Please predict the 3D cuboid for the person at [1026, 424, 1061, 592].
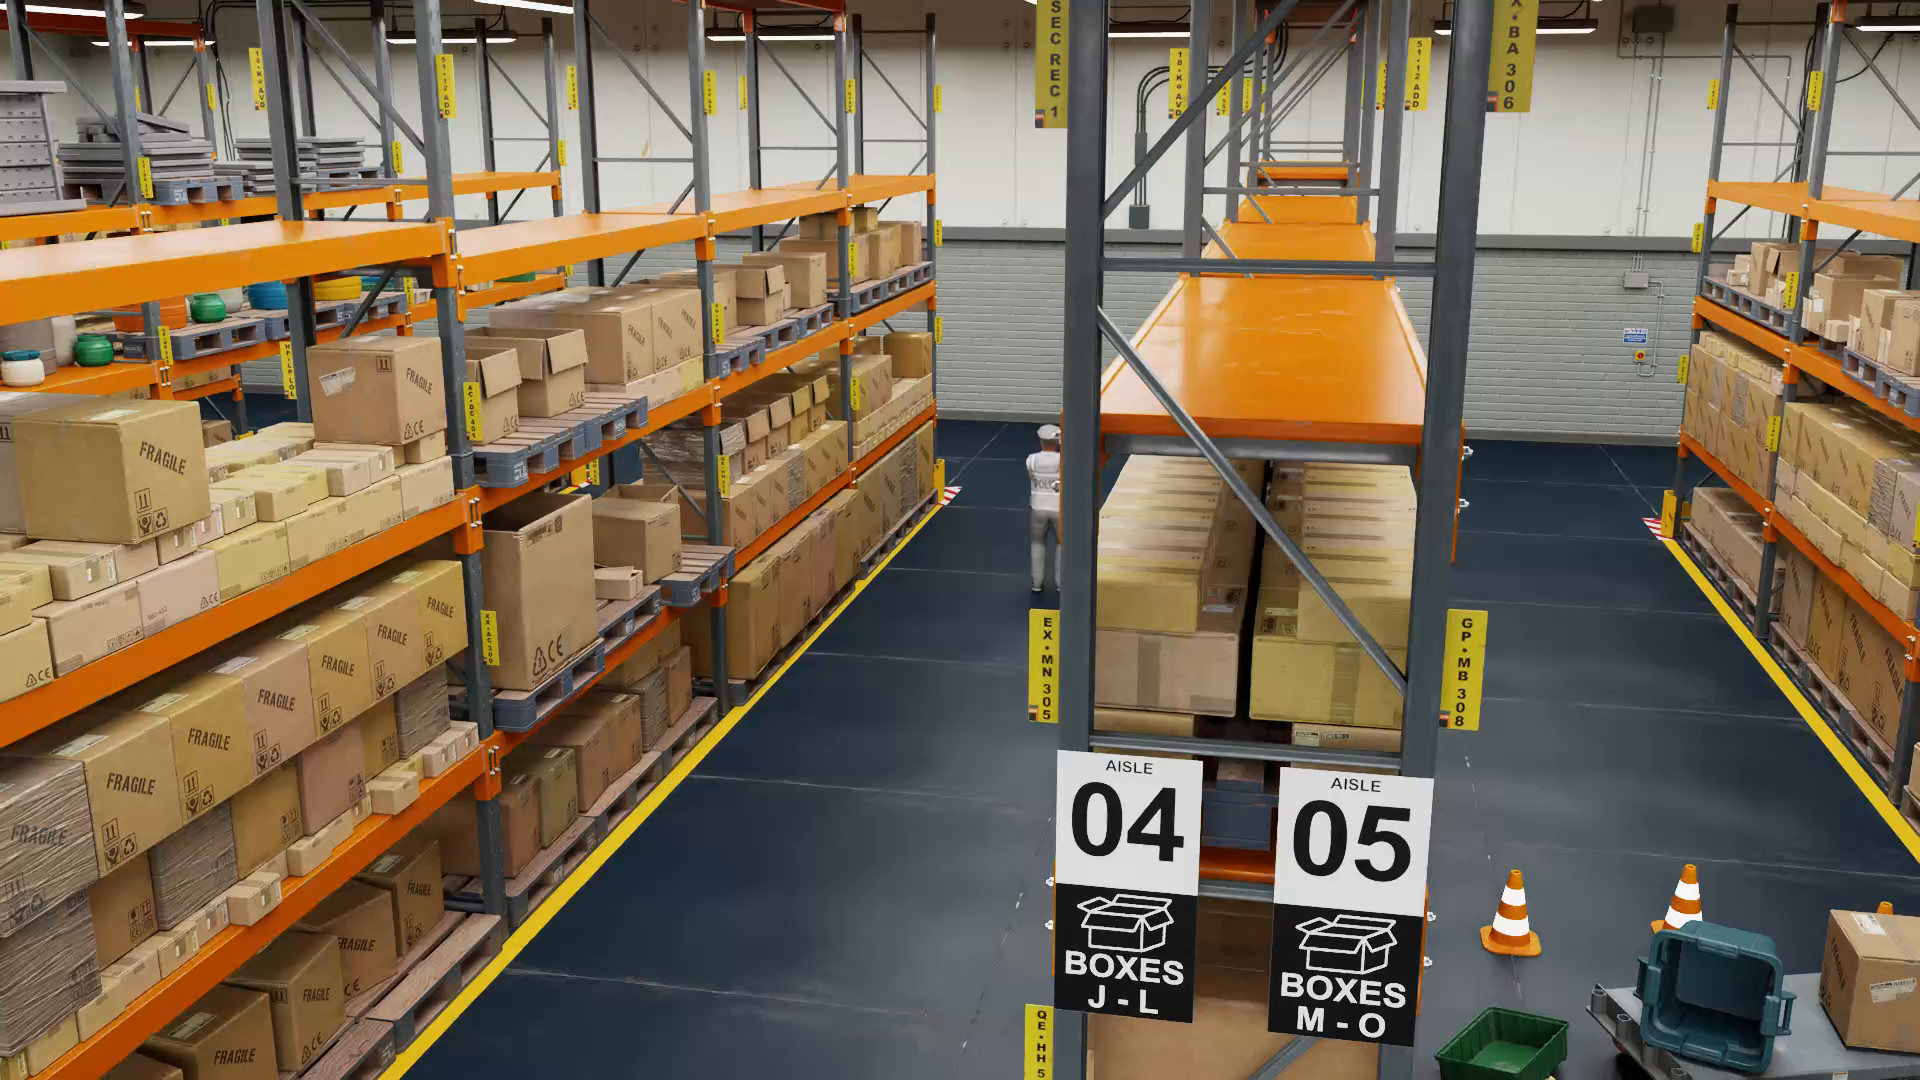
[{"bbox_3d":[0.951,-0.345,17.297,0.494,1.767,0.565,3,15,12],"label":"person"}]
